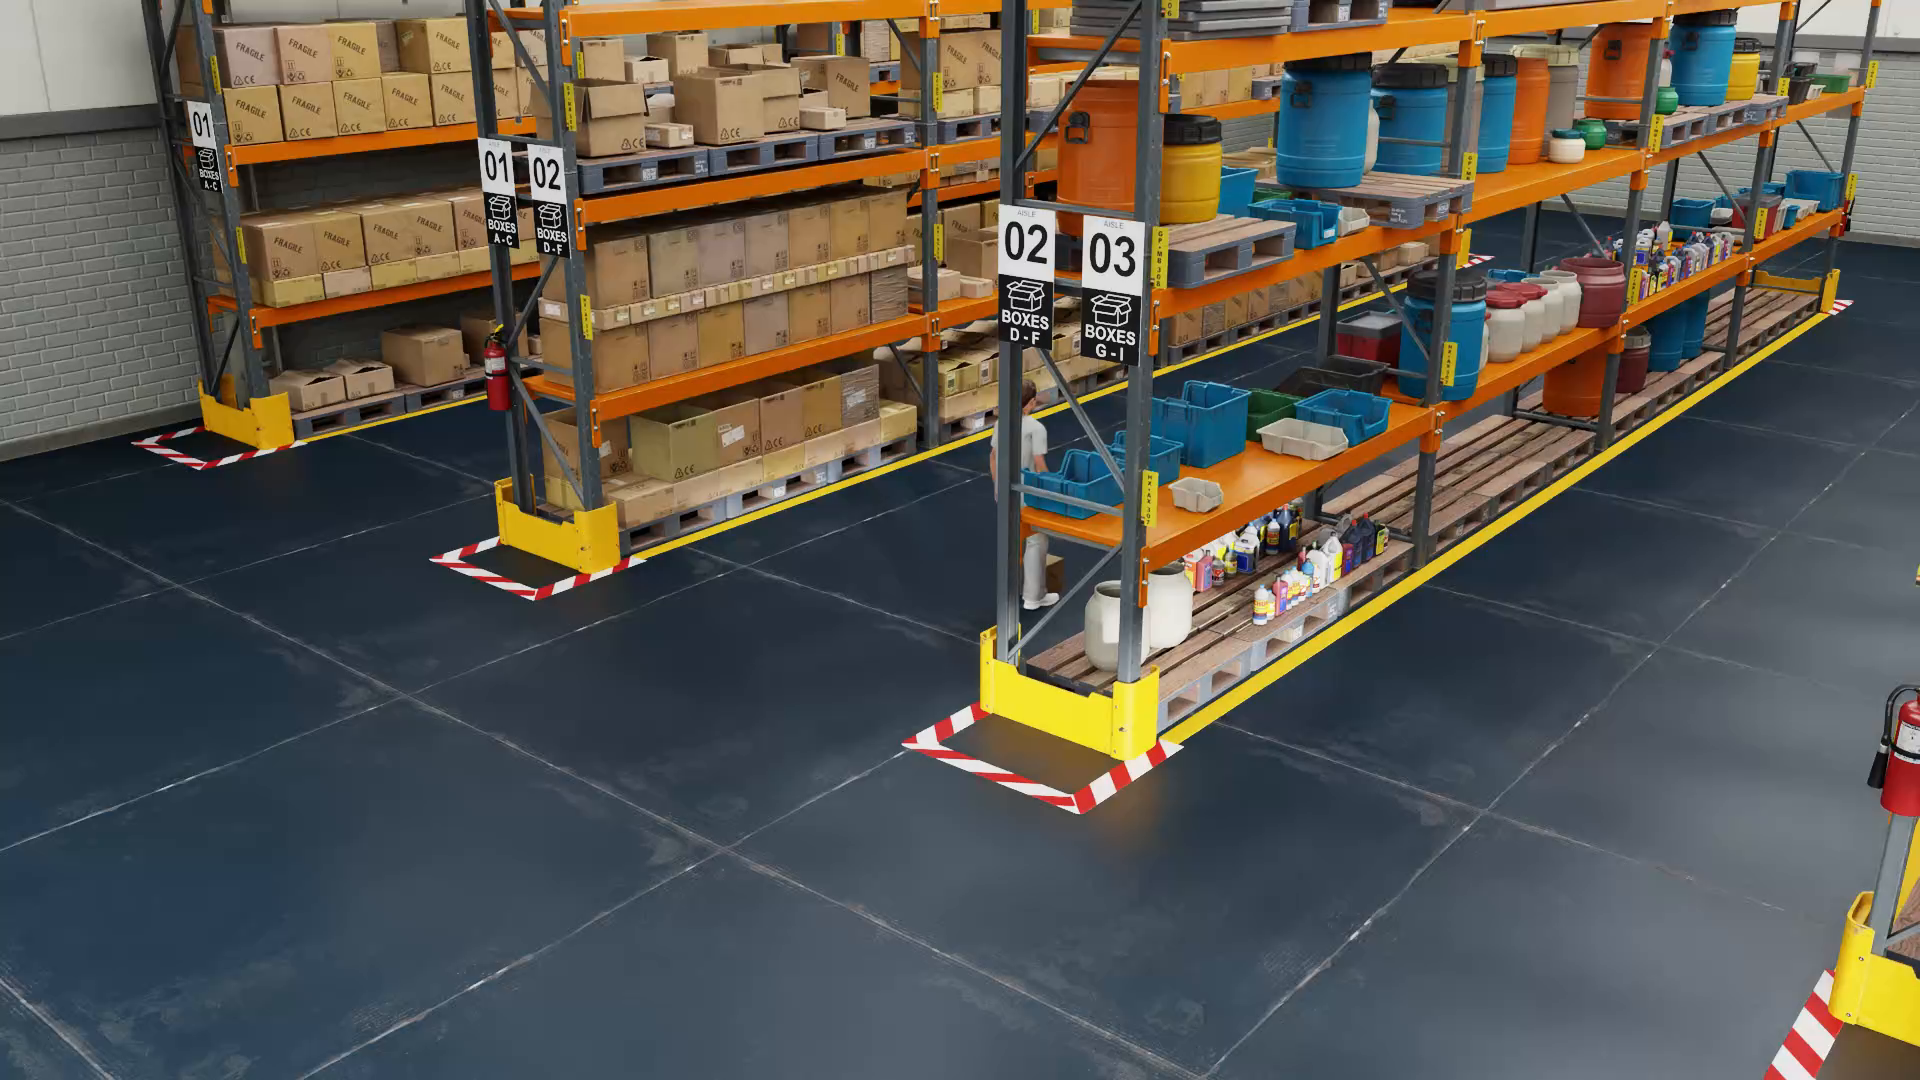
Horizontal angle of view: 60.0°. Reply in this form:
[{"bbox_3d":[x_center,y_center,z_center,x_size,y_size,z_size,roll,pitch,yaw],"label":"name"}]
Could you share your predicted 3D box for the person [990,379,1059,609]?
[{"bbox_3d":[0.463,-0.345,12.013,0.502,1.671,0.416,14,25,34],"label":"person"}]
